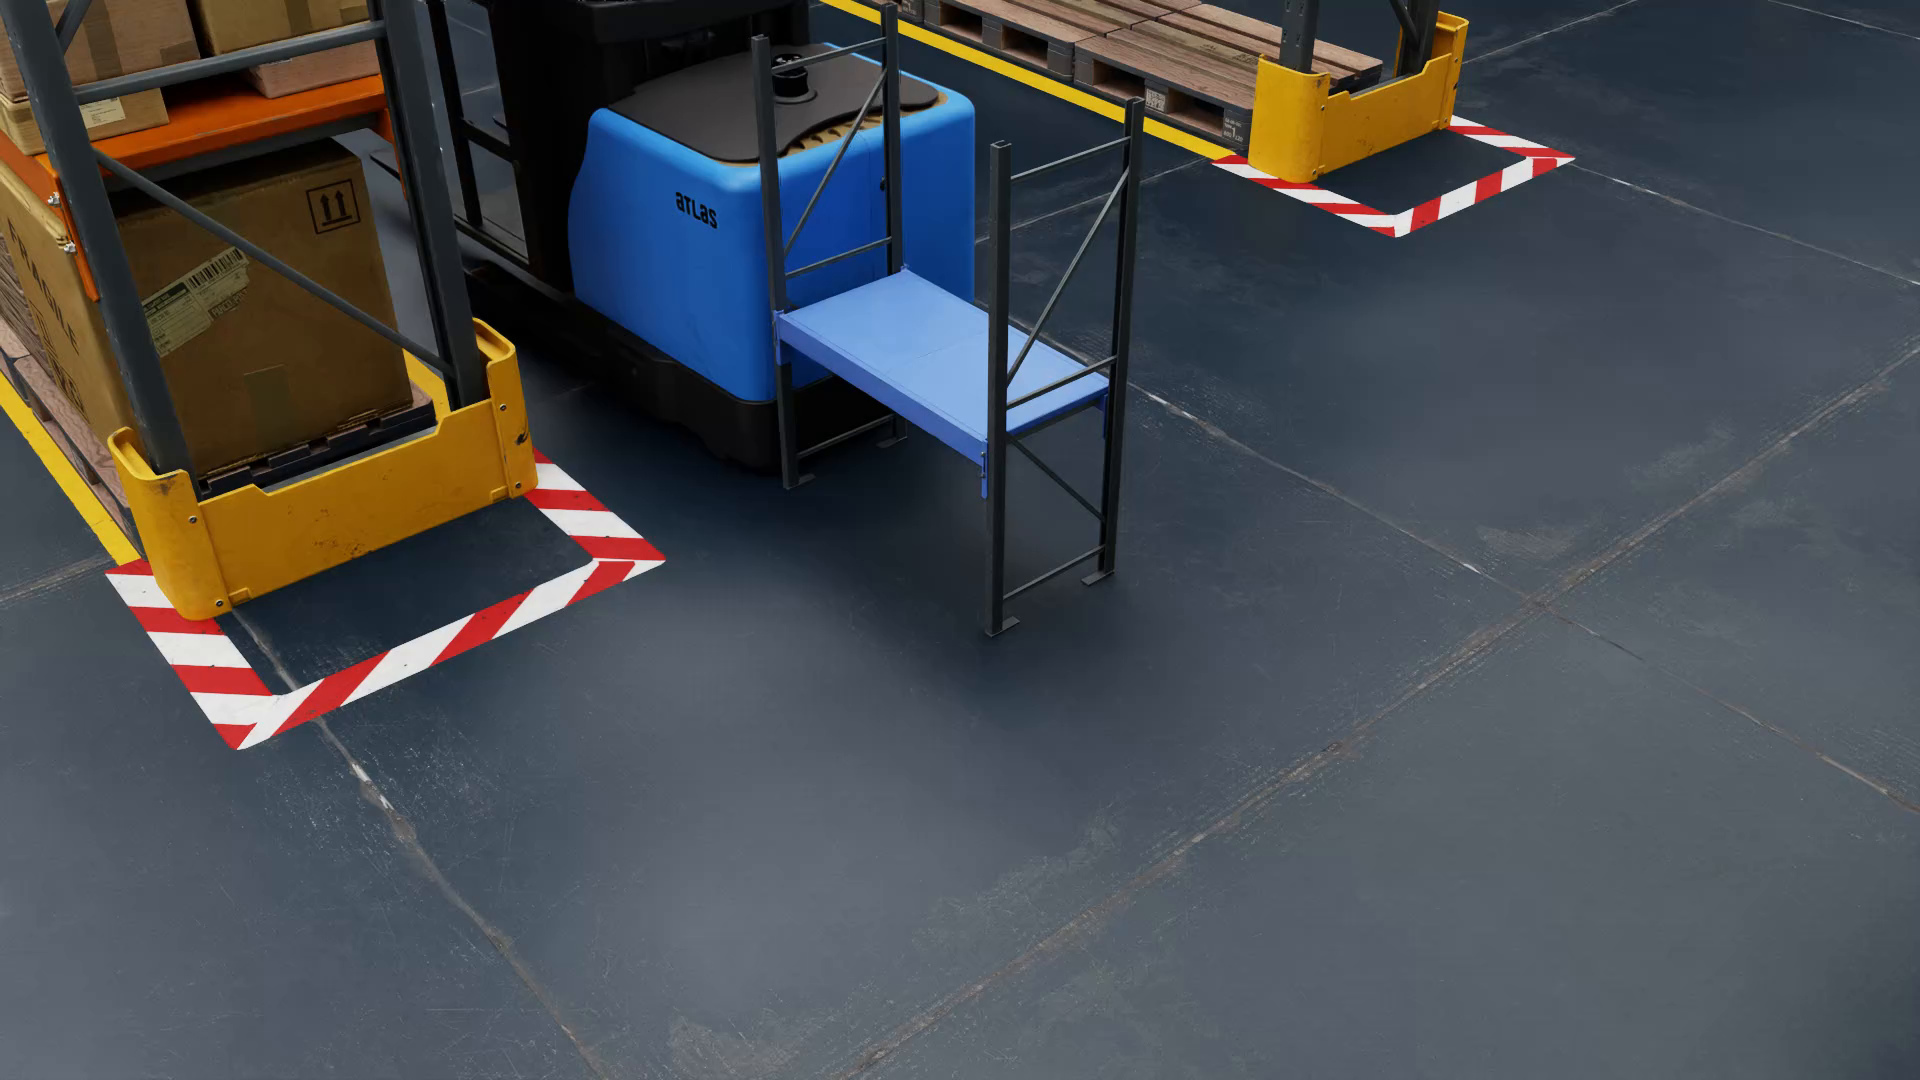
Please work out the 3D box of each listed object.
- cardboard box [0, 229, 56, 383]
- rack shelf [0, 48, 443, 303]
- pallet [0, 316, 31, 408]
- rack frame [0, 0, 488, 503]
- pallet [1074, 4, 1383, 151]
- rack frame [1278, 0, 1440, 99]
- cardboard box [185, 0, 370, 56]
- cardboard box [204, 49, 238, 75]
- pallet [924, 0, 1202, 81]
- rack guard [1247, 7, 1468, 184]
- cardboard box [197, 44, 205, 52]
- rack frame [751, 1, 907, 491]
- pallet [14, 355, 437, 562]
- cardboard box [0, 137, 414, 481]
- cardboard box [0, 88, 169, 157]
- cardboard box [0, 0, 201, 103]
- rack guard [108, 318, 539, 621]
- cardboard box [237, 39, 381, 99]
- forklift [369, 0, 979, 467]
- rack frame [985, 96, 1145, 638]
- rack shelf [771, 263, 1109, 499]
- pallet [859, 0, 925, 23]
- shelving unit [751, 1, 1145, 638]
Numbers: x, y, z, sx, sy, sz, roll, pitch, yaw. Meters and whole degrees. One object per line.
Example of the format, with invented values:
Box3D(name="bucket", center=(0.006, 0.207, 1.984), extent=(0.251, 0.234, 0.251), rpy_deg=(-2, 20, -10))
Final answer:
Box3D(name="cardboard box", center=(-3.006, -1.232, 5.869), extent=(0.875, 0.875, 0.875), rpy_deg=(-26, 43, -32))
Box3D(name="rack shelf", center=(-3.235, -1.862, 5.907), extent=(1.077, 0.370, 4.000), rpy_deg=(-26, 43, -32))
Box3D(name="pallet", center=(-3.303, -0.997, 6.475), extent=(1.003, 0.211, 1.213), rpy_deg=(-26, 43, -32))
Box3D(name="rack frame", center=(-1.944, -1.273, 4.452), extent=(1.000, 3.000, 0.127), rpy_deg=(-26, 43, -32))
Box3D(name="pallet", center=(1.337, -2.361, 8.401), extent=(1.003, 0.211, 1.213), rpy_deg=(-26, 43, -32))
Box3D(name="rack frame", center=(1.839, -3.120, 7.060), extent=(1.000, 3.000, 0.127), rpy_deg=(-26, 43, -32))
Box3D(name="cardboard box", center=(-2.048, -1.646, 4.851), extent=(0.500, 0.250, 0.500), rpy_deg=(-27, 43, -33))
Box3D(name="cardboard box", center=(-2.088, -1.563, 5.079), extent=(0.380, 0.149, 0.250), rpy_deg=(-27, 43, -32))
Box3D(name="pallet", center=(0.554, -2.899, 9.161), extent=(1.003, 0.211, 1.213), rpy_deg=(-26, 43, -32))
Box3D(name="rack guard", center=(1.865, -2.094, 7.775), extent=(1.175, 0.500, 0.348), rpy_deg=(-26, 43, -32))
Box3D(name="cardboard box", center=(-2.253, -1.676, 5.238), extent=(0.380, 0.149, 0.250), rpy_deg=(-27, 43, -33))
Box3D(name="rack frame", center=(-0.383, -0.874, 5.187), extent=(0.500, 1.500, 0.032), rpy_deg=(-26, 43, -32))
Box3D(name="pallet", center=(-2.520, -0.459, 5.715), extent=(1.003, 0.211, 1.213), rpy_deg=(-26, 43, -32))
Box3D(name="cardboard box", center=(-2.418, -0.830, 5.302), extent=(0.875, 0.875, 0.875), rpy_deg=(-26, 43, -32))
Box3D(name="cardboard box", center=(-2.426, -1.205, 4.573), extent=(0.380, 0.149, 0.250), rpy_deg=(-25, 42, -31))
Box3D(name="cardboard box", center=(-2.460, -1.448, 4.572), extent=(0.500, 0.250, 0.500), rpy_deg=(-27, 43, -32))
Box3D(name="rack guard", center=(-1.929, -0.242, 5.160), extent=(1.175, 0.500, 0.348), rpy_deg=(-26, 43, -32))
Box3D(name="cardboard box", center=(-1.921, -1.450, 4.920), extent=(0.380, 0.149, 0.250), rpy_deg=(-25, 43, -31))
Box3D(name="forklift", center=(-1.306, -2.199, 5.819), extent=(1.130, 2.935, 3.031), rpy_deg=(-28, 44, -34))
Box3D(name="rack frame", center=(0.273, -0.425, 4.553), extent=(0.500, 1.500, 0.032), rpy_deg=(-26, 43, -32))
Box3D(name="rack shelf", center=(-0.055, -0.503, 4.974), extent=(0.538, 0.185, 1.000), rpy_deg=(-26, 43, -32))
Box3D(name="pallet", center=(-0.238, -3.438, 9.922), extent=(1.003, 0.211, 1.213), rpy_deg=(-26, 43, -32))
Box3D(name="shelving unit", center=(-0.055, -0.650, 4.870), extent=(0.538, 1.500, 1.048), rpy_deg=(-26, 43, -32))
